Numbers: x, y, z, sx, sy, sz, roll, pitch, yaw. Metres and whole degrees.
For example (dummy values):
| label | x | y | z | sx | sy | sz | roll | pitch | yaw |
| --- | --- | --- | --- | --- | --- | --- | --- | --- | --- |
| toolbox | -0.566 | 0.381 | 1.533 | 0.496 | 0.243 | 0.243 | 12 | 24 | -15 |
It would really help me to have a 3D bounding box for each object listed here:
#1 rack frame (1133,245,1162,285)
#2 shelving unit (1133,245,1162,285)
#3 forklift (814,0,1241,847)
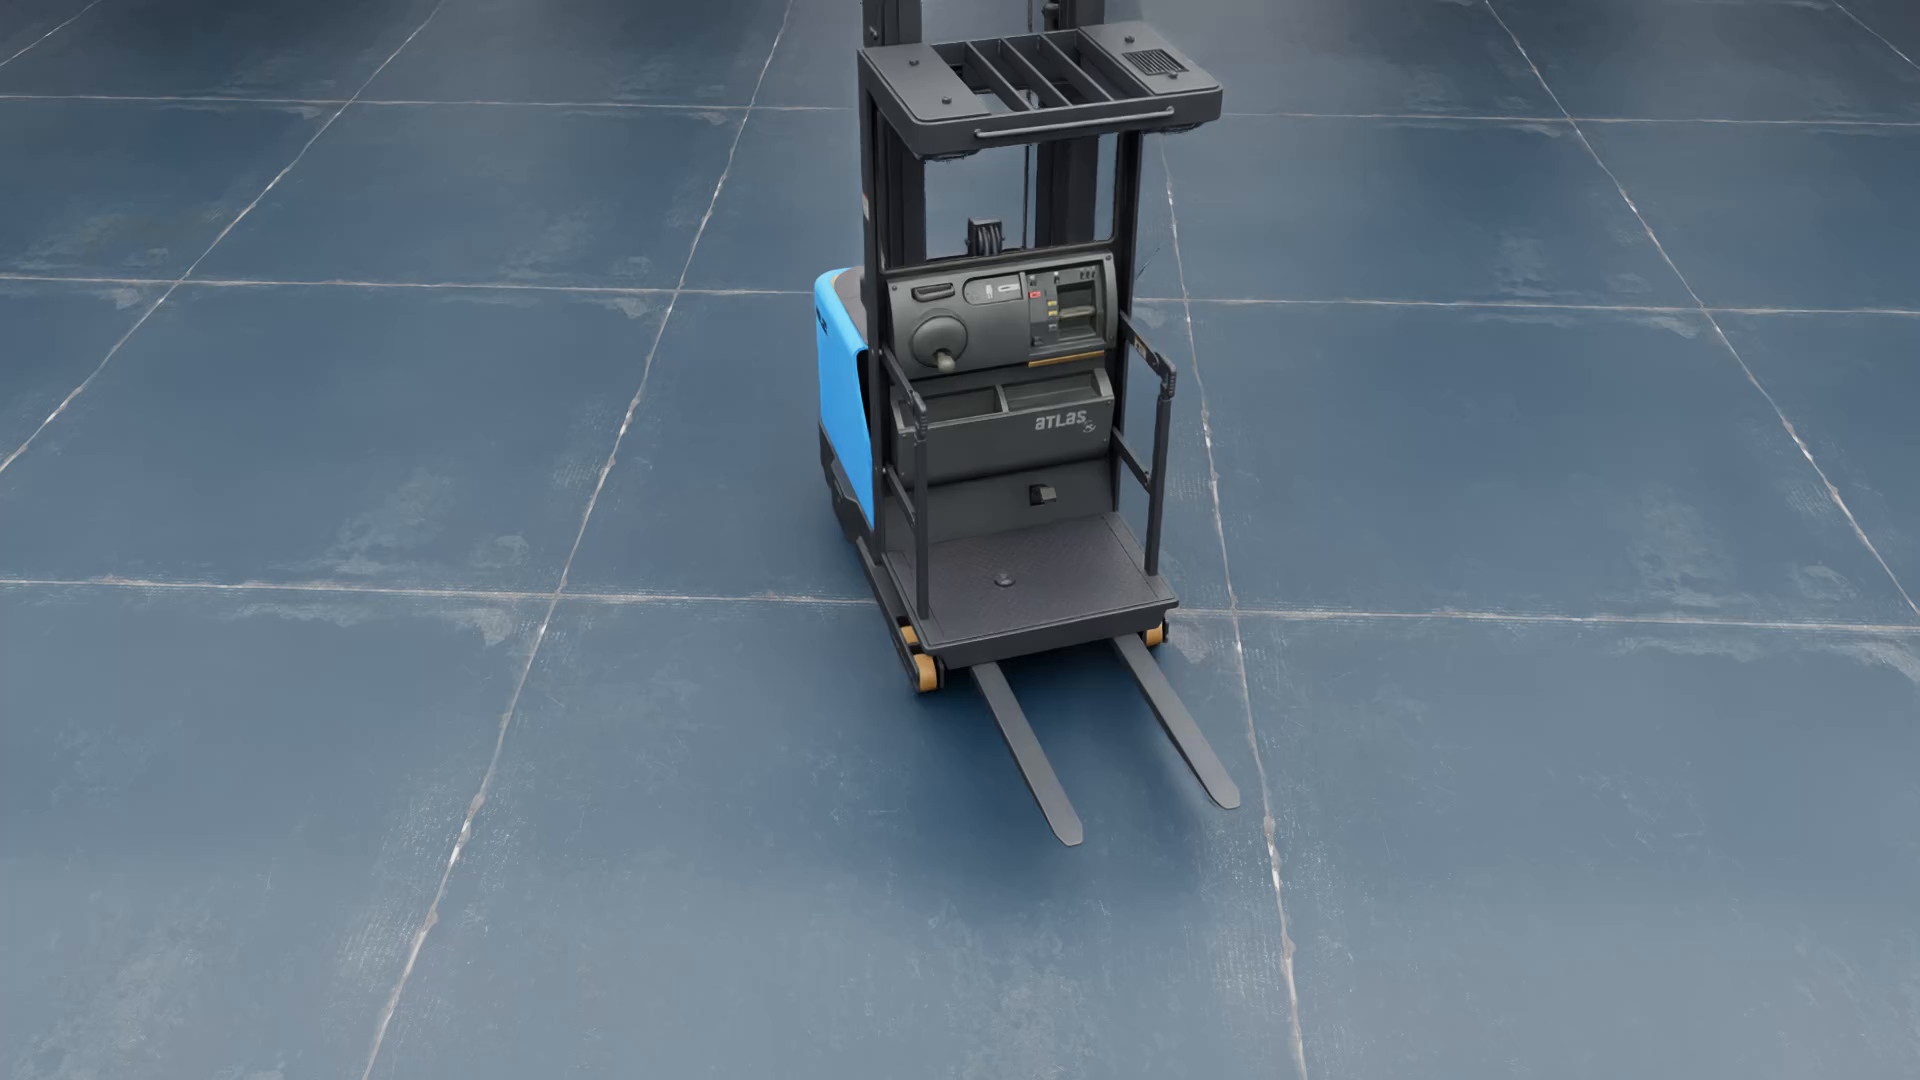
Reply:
| label | x | y | z | sx | sy | sz | roll | pitch | yaw |
| --- | --- | --- | --- | --- | --- | --- | --- | --- | --- |
| rack frame | 0.645 | -0.977 | 8.220 | 0.006 | 1.200 | 0.240 | 37 | 41 | 1 |
| shelving unit | 0.572 | -1.032 | 8.221 | 0.189 | 1.200 | 0.258 | 37 | 41 | 1 |
| forklift | 0.242 | -0.830 | 6.382 | 1.130 | 2.935 | 3.031 | -10 | 36 | -14 |
